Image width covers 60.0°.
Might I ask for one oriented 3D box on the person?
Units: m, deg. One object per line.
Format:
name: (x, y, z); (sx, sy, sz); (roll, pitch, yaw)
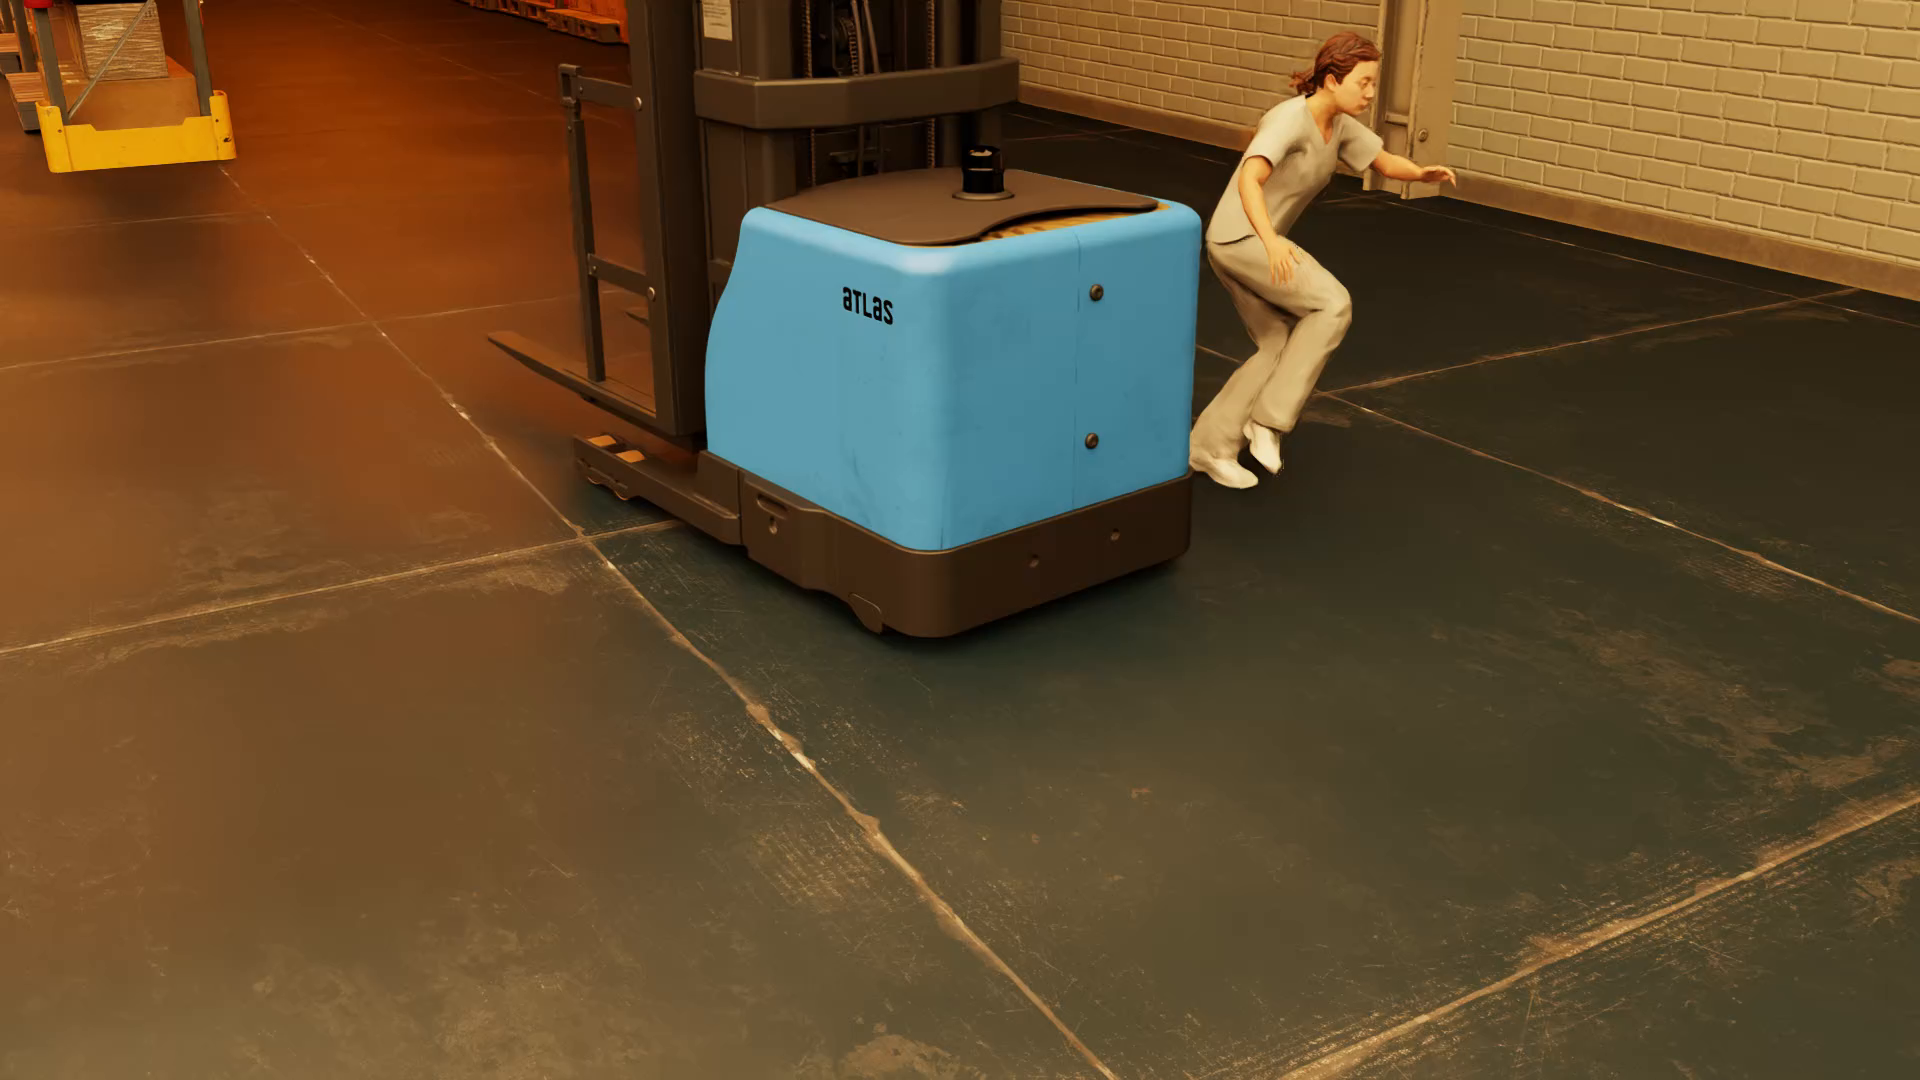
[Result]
person: (1.181, -0.928, 5.527); (0.812, 1.442, 0.869); (9, 24, 22)

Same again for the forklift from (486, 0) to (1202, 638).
forklift: (-0.642, -1.589, 5.146); (1.130, 2.935, 3.031); (-17, 28, -36)
